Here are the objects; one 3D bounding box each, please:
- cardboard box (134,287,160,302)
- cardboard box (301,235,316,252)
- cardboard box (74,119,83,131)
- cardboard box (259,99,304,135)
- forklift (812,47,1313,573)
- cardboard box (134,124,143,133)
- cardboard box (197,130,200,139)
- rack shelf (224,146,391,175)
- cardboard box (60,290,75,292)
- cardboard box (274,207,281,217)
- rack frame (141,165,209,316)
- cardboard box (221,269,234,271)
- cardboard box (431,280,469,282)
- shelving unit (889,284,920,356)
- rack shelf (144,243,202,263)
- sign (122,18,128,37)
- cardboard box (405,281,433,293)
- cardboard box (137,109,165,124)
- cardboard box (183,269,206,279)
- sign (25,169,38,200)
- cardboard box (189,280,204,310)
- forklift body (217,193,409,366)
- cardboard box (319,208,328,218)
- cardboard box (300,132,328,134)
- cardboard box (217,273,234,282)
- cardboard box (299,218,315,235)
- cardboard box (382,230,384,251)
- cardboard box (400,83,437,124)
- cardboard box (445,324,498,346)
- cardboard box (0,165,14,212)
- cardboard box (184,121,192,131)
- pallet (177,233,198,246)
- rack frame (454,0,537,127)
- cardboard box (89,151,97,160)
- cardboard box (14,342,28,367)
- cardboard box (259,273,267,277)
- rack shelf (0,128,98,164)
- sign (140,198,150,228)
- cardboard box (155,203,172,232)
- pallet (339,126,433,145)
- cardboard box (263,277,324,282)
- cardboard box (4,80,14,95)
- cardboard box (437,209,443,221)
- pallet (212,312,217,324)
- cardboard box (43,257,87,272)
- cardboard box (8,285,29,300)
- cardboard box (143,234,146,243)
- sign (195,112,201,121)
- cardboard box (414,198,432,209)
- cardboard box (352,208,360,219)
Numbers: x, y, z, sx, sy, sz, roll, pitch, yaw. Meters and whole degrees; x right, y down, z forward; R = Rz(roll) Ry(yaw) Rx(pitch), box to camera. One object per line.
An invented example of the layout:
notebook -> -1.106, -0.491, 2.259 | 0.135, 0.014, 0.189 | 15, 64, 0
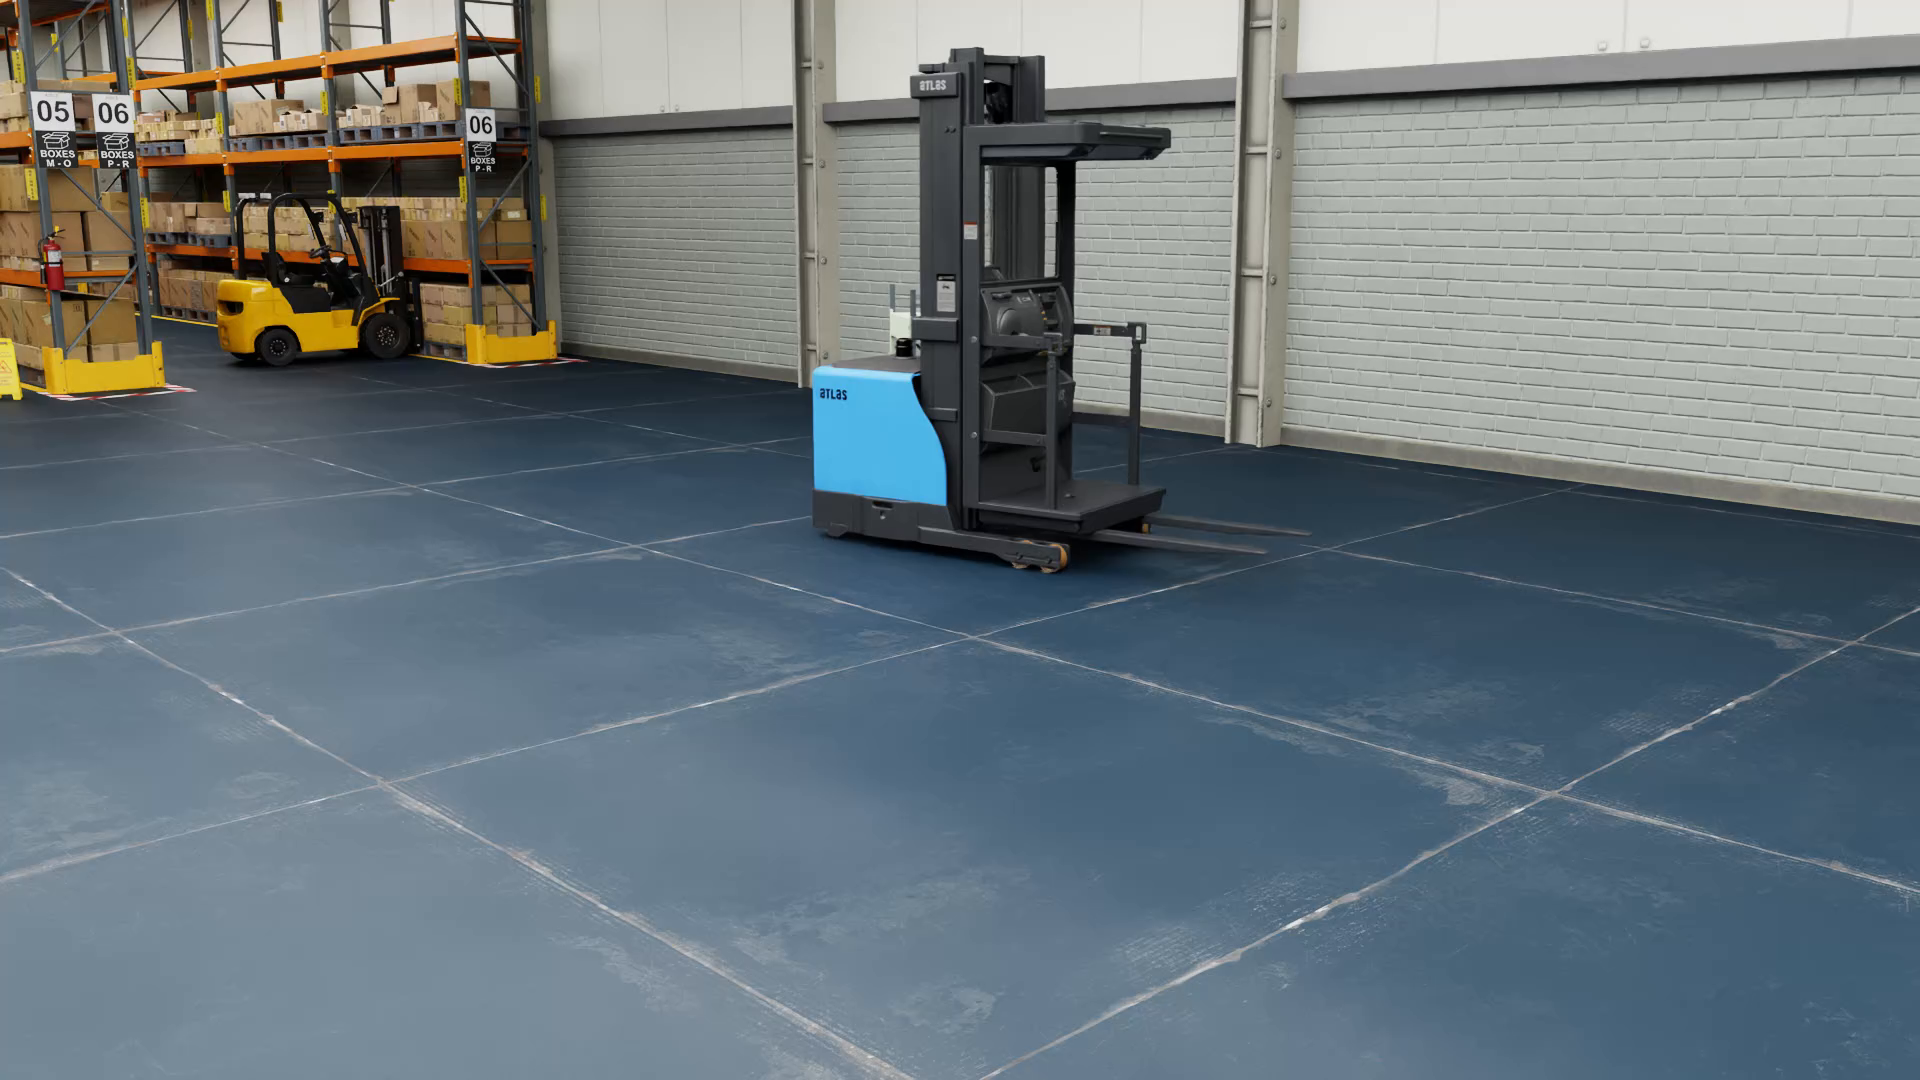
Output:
cardboard box -> -15.030, -4.548, 30.786 | 0.396, 0.266, 0.258 | -10, 15, -41
cardboard box -> -9.550, -4.457, 24.984 | 0.500, 0.250, 0.500 | -11, 16, -43
cardboard box -> -9.727, -4.611, 18.546 | 0.250, 0.149, 0.380 | 11, 16, 43
cardboard box -> -10.397, -6.489, 25.506 | 0.500, 0.500, 0.500 | -10, 16, -41
forklift -> 0.575, -1.369, 9.795 | 3.031, 2.935, 1.130 | 8, 14, 33
cardboard box -> -14.297, -7.230, 29.236 | 0.380, 0.149, 0.250 | -10, 15, -41
cardboard box -> -12.510, -6.770, 27.788 | 0.380, 0.149, 0.250 | -11, 16, -42
rack shelf -> -10.043, -5.830, 25.623 | 1.077, 0.370, 4.000 | -11, 16, -43
cardboard box -> -11.294, -2.832, 20.639 | 0.500, 0.500, 0.500 | -11, 16, -42
cardboard box -> -10.518, -5.097, 25.862 | 0.380, 0.149, 0.250 | -10, 16, -41
rack frame -> -14.186, -5.589, 30.104 | 1.000, 3.000, 0.127 | -11, 16, -43
cardboard box -> -12.799, -4.691, 29.294 | 0.380, 0.149, 0.250 | -11, 16, -42
cardboard box -> -7.128, -3.505, 23.286 | 0.500, 0.250, 0.500 | -11, 16, -44
shelving unit -> -0.218, -1.014, 11.617 | 0.431, 1.500, 0.755 | -3, 12, -13
rack shelf -> -15.567, -5.528, 31.593 | 1.077, 0.370, 4.000 | -11, 16, -43
sign -> -14.591, -8.950, 29.042 | 0.100, 0.325, 0.005 | -11, 16, -43
cardboard box -> -7.500, -3.431, 22.925 | 0.500, 0.250, 0.500 | -11, 16, -44
cardboard box -> -14.231, -7.445, 29.252 | 0.396, 0.266, 0.258 | -11, 16, -43
cardboard box -> -13.353, -4.653, 29.109 | 0.380, 0.149, 0.250 | -11, 16, -43
sign -> -9.902, -3.792, 17.733 | 0.100, 0.325, 0.005 | -11, 16, -43
cardboard box -> -12.945, -4.242, 28.720 | 0.500, 0.500, 0.500 | 11, 16, 43
forklift body -> -8.528, -3.444, 21.798 | 2.313, 2.155, 1.214 | -11, 16, -43
cardboard box -> -9.249, -4.842, 24.623 | 0.380, 0.149, 0.250 | -11, 16, -43
cardboard box -> -9.898, -6.314, 25.482 | 0.380, 0.166, 0.250 | -11, 16, -43
cardboard box -> -12.159, -4.376, 27.765 | 0.250, 0.149, 0.380 | 11, 16, 42
cardboard box -> -9.546, -4.703, 24.936 | 0.500, 0.250, 0.500 | 11, 16, 44
cardboard box -> -7.822, -4.221, 23.220 | 0.500, 0.500, 0.500 | -11, 16, -43
cardboard box -> -7.016, -5.804, 22.180 | 0.700, 0.500, 0.500 | -11, 16, -42
cardboard box -> -6.452, -2.721, 21.957 | 0.500, 0.250, 0.500 | -11, 16, -42
cardboard box -> -10.341, -3.948, 18.680 | 0.700, 0.500, 0.500 | -11, 16, -42
cardboard box -> -12.771, -6.940, 27.875 | 0.380, 0.149, 0.250 | -11, 16, -42
pallet -> -12.770, -5.194, 28.664 | 1.003, 0.211, 1.213 | -11, 16, -43
rack frame -> -5.899, -6.776, 20.998 | 1.000, 3.000, 0.127 | -11, 16, -43
cardboard box -> -16.248, -7.277, 31.489 | 0.380, 0.149, 0.250 | -11, 16, -43
cardboard box -> -10.591, -2.161, 19.241 | 0.500, 0.250, 0.500 | -11, 16, -42
cardboard box -> -11.559, -4.423, 27.995 | 0.380, 0.149, 0.250 | -10, 15, -40
rack shelf -> -10.868, -4.554, 19.430 | 1.077, 0.370, 4.000 | -11, 16, -43
sign -> -9.094, -3.645, 18.523 | 0.100, 0.325, 0.005 | -11, 16, -43
cardboard box -> -13.656, -5.666, 29.190 | 0.700, 0.500, 0.500 | -11, 16, -42
pallet -> -8.054, -5.726, 23.556 | 1.003, 0.211, 1.213 | -11, 16, -43
cardboard box -> -10.546, -3.860, 26.559 | 0.875, 0.625, 0.625 | -10, 15, -41
cardboard box -> -10.274, -4.968, 18.302 | 0.380, 0.149, 0.250 | -11, 16, -43
cardboard box -> -6.674, -4.295, 21.970 | 0.380, 0.149, 0.250 | -11, 16, -42
pallet -> -11.912, -3.753, 28.106 | 1.003, 0.211, 1.213 | -11, 16, -43
cardboard box -> -9.900, -3.047, 18.389 | 0.380, 0.149, 0.250 | -10, 15, -41
cardboard box -> -10.702, -2.851, 19.123 | 0.380, 0.149, 0.250 | -11, 16, -42
cardboard box -> -14.589, -5.477, 30.184 | 0.380, 0.149, 0.250 | -11, 16, -42
sign -> -13.787, -7.582, 30.087 | 0.100, 0.325, 0.005 | -11, 16, -43
cardboard box -> -7.070, -4.508, 22.266 | 0.380, 0.149, 0.250 | -10, 16, -41
cardboard box -> -8.452, -4.667, 23.775 | 0.380, 0.149, 0.250 | -10, 16, -41
